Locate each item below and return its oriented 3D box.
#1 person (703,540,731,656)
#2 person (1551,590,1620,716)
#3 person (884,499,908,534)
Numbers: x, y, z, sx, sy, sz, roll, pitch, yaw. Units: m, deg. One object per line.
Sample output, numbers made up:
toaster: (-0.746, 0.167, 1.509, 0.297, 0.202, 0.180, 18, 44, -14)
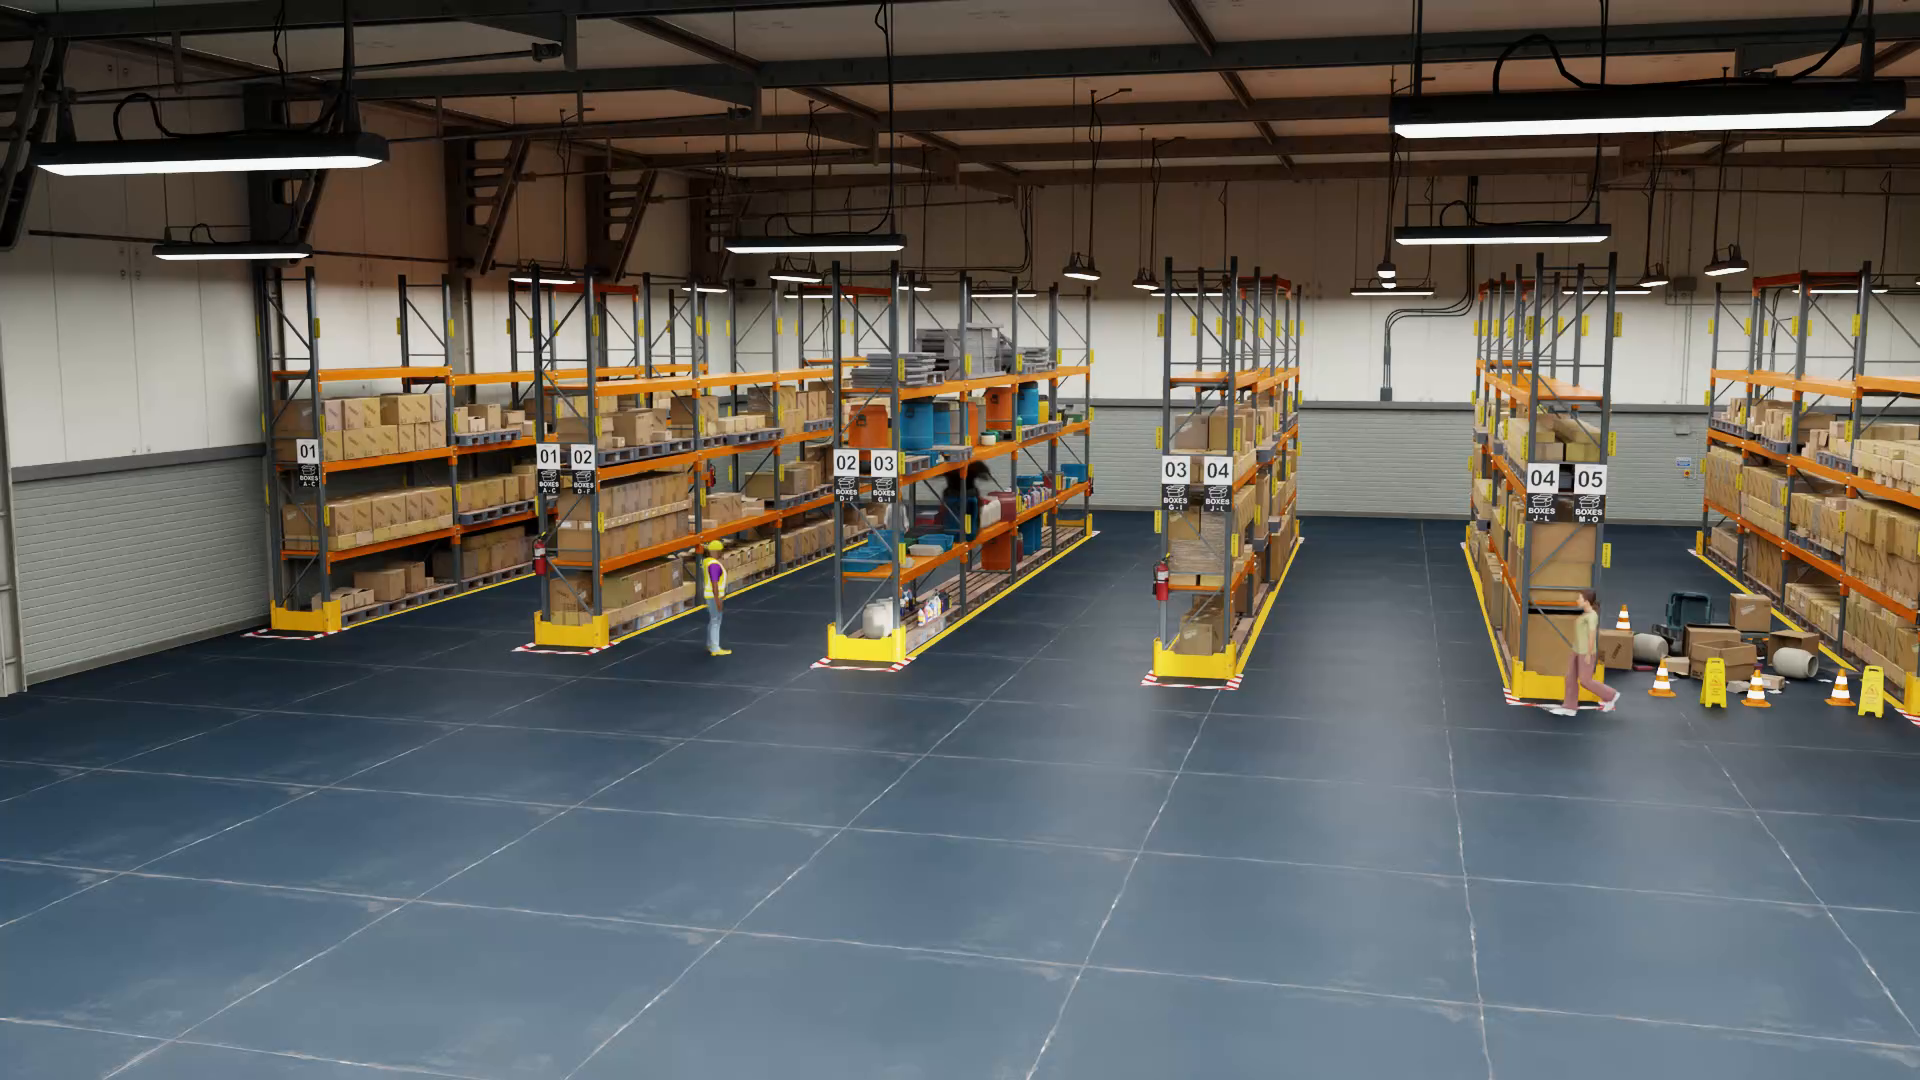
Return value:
person: (-3.748, 0.897, 25.612, 0.420, 1.791, 0.628, -1, 7, -6)
person: (8.114, 1.463, 21.470, 0.785, 1.656, 0.445, -1, 7, -8)
person: (-1.217, -0.105, 31.791, 0.499, 1.632, 0.677, 1, 7, 10)
